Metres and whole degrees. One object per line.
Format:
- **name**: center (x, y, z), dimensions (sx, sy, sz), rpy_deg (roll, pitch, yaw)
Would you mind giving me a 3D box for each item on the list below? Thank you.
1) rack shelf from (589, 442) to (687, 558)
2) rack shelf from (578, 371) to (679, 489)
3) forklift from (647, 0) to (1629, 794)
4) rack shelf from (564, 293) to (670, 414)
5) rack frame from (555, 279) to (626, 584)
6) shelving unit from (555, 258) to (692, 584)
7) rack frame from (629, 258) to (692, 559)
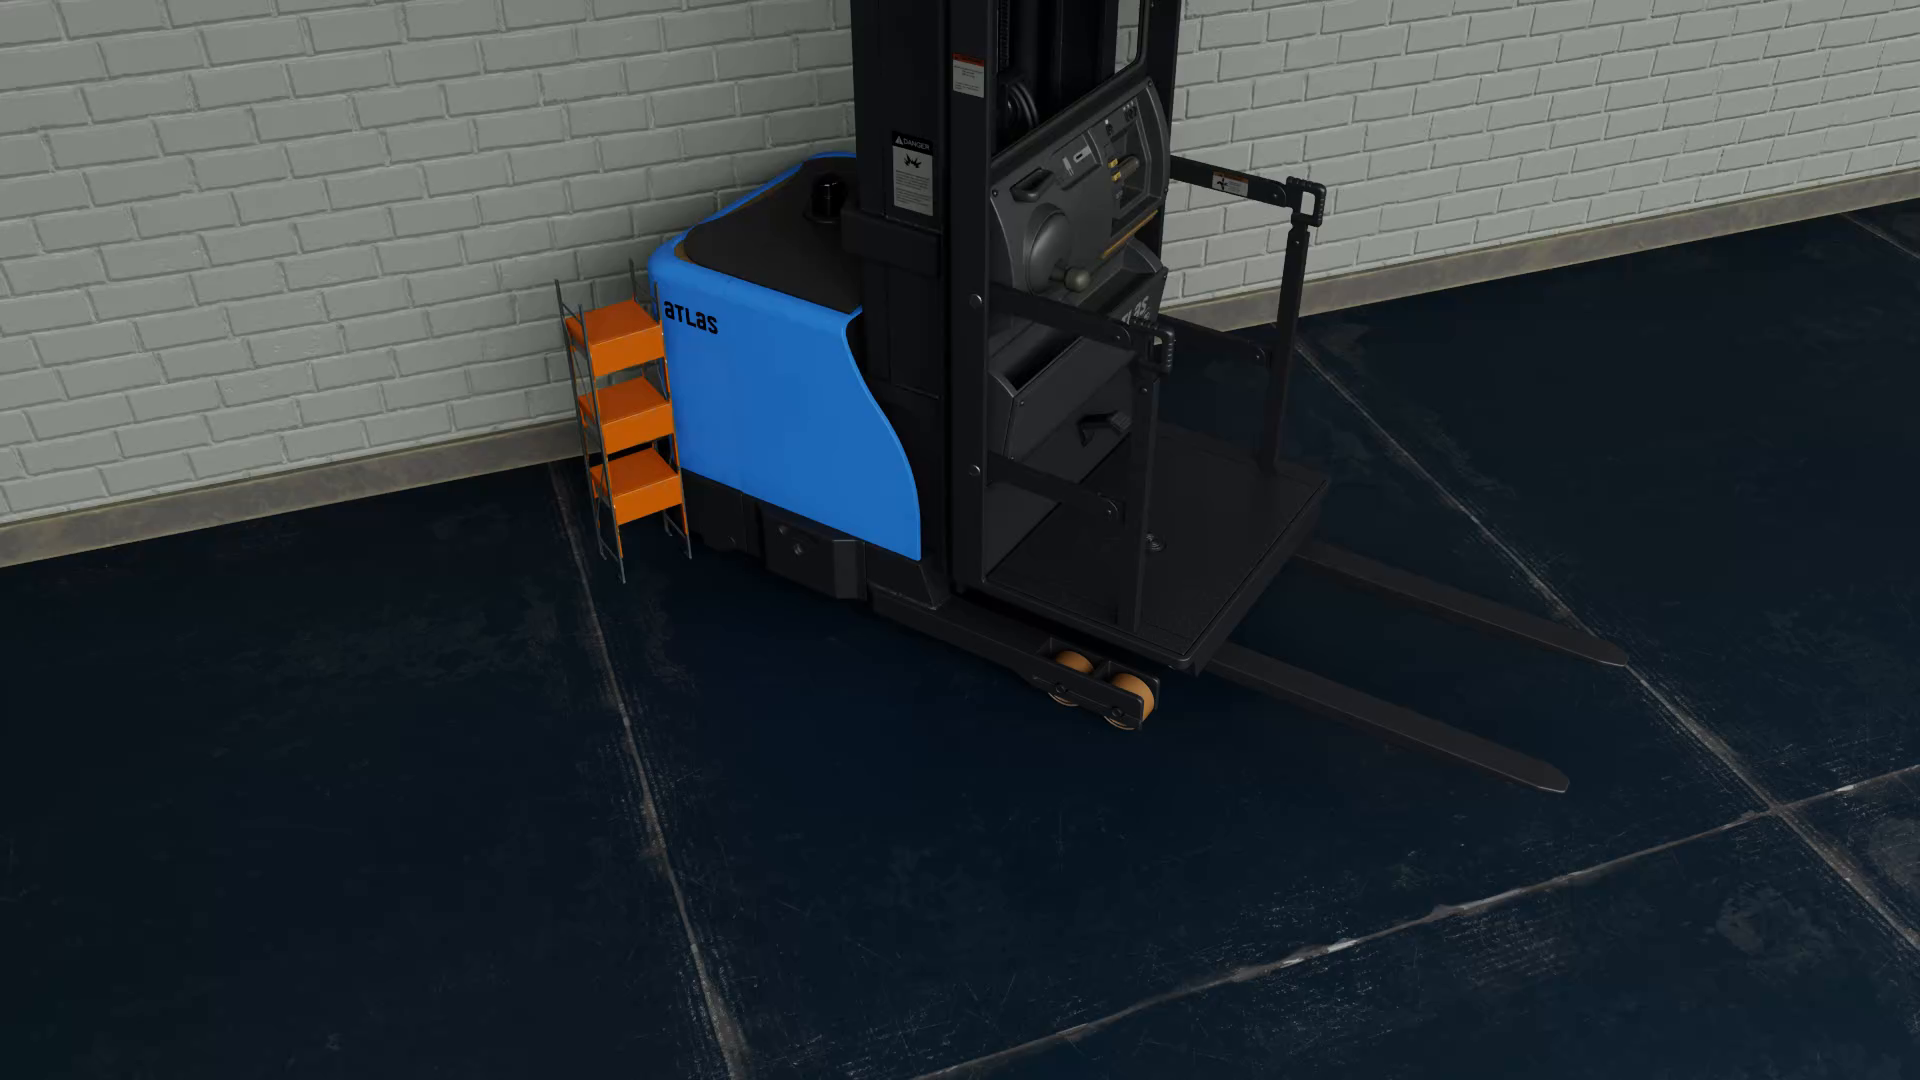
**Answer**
- **rack shelf**: center (-1.074, -0.135, 5.536), dimensions (0.240, 0.259, 0.215), rpy_deg (-22, 42, -26)
- **rack shelf**: center (-1.074, -0.357, 5.369), dimensions (0.240, 0.259, 0.215), rpy_deg (-22, 42, -26)
- **forklift**: center (0.527, -0.969, 4.601), dimensions (3.031, 2.935, 1.130), rpy_deg (21, 42, 25)
- **rack shelf**: center (-1.074, -0.583, 5.198), dimensions (0.240, 0.259, 0.215), rpy_deg (-22, 42, -26)
- **rack frame**: center (-1.176, -0.325, 5.309), dimensions (0.008, 1.050, 0.200), rpy_deg (-22, 42, -26)
- **shelving unit**: center (-1.074, -0.365, 5.362), dimensions (0.252, 1.050, 0.215), rpy_deg (-22, 42, -26)
- **rack frame**: center (-0.972, -0.406, 5.416), dimensions (0.008, 1.050, 0.200), rpy_deg (-22, 42, -26)
